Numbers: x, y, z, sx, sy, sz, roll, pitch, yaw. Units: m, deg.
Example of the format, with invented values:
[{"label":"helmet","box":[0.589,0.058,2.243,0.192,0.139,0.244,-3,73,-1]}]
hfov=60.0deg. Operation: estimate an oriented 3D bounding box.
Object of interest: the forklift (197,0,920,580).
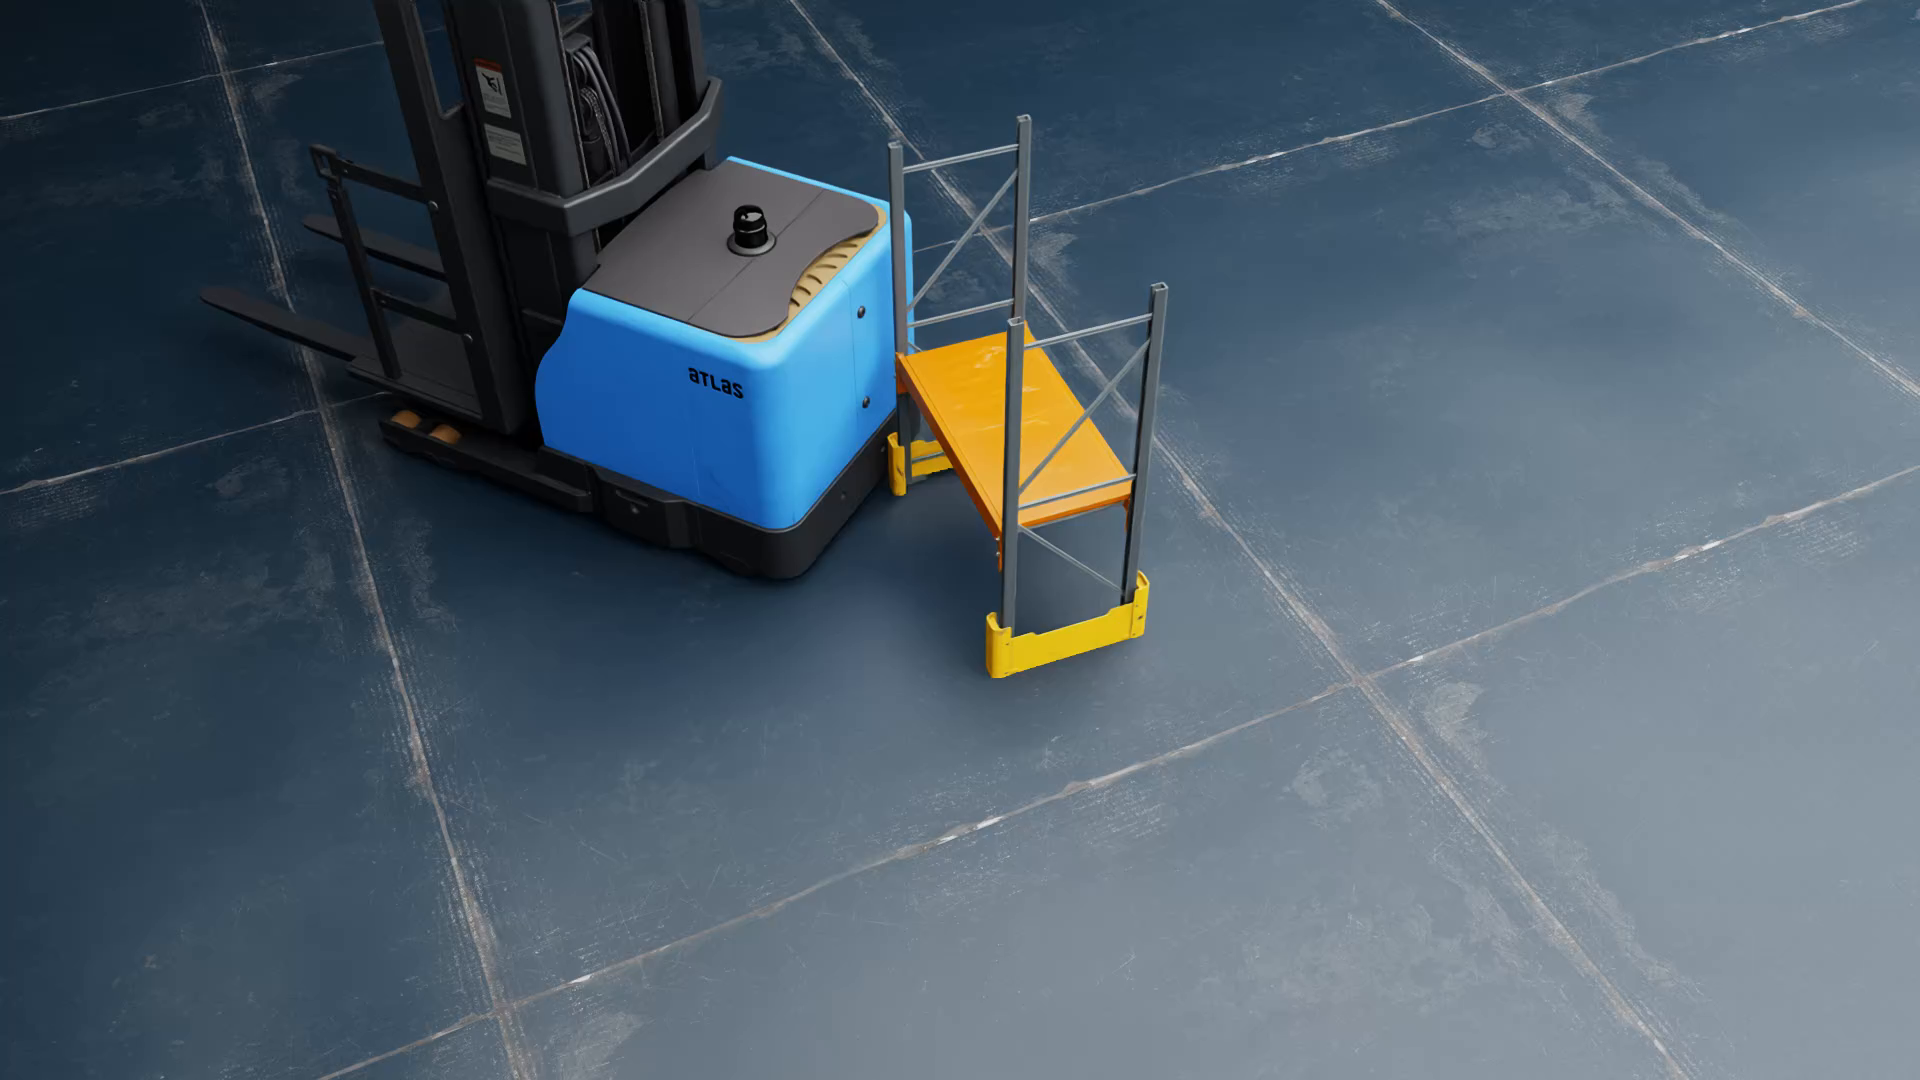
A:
[{"label":"forklift","box":[-1.707,-1.638,5.823,3.031,2.935,1.130,20,48,19]}]

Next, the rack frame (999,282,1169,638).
[{"label":"rack frame","box":[0.372,-0.149,5.333,0.500,1.500,0.032,-15,47,-15]}]

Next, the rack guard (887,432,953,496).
[{"label":"rack guard","box":[0.008,-0.356,6.433,0.587,0.250,0.087,-15,47,-15]}]

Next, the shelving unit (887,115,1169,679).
[{"label":"shelving unit","box":[0.190,-0.476,5.664,0.587,1.500,1.083,-15,47,-15]}]

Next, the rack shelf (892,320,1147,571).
[{"label":"rack shelf","box":[0.186,-0.354,5.797,0.538,0.185,1.000,-15,47,-15]}]

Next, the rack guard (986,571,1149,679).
[{"label":"rack guard","box":[0.372,0.295,5.773,0.587,0.250,0.087,-15,47,-15]}]

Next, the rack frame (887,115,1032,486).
[{"label":"rack frame","box":[0.001,-0.814,6.007,0.500,1.500,0.032,-15,47,-15]}]
